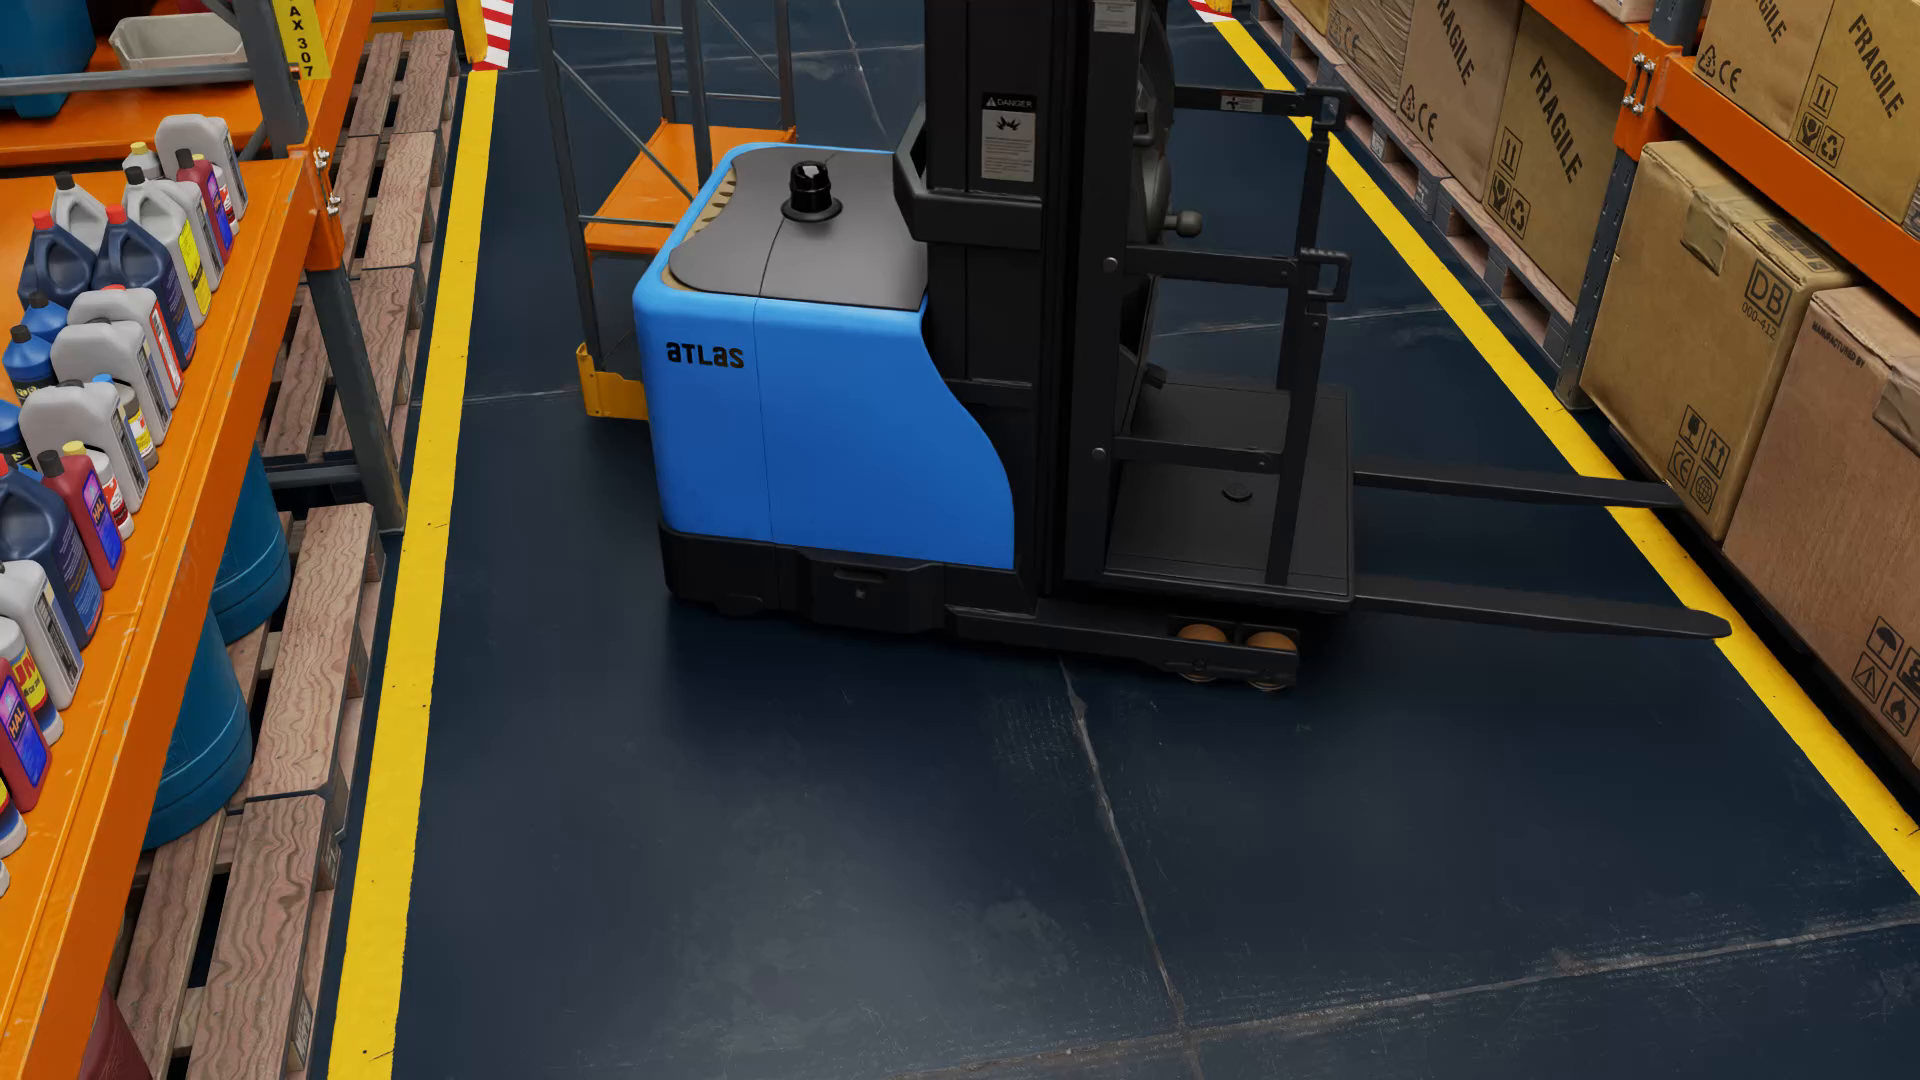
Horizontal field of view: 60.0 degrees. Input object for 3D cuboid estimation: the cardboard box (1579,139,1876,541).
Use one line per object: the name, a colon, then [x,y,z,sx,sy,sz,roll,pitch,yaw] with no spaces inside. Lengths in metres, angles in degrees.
cardboard box: [2.744,-0.662,5.047,1.225,0.875,0.875,-6,38,-8]

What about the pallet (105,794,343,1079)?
pallet: [-1.953,1.123,3.632,1.003,0.211,1.213,-6,38,-8]

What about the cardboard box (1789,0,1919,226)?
cardboard box: [2.535,-1.151,4.205,0.500,0.500,0.500,-6,38,-8]

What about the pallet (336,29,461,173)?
pallet: [-2.859,-1.999,7.651,1.003,0.211,1.213,-6,38,-8]

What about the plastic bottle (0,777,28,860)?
plastic bottle: [-1.476,0.353,2.456,0.097,0.271,0.097,0,38,0]

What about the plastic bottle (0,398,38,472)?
plastic bottle: [-1.780,-0.161,3.118,0.097,0.271,0.097,0,38,0]

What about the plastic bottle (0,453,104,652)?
plastic bottle: [-1.588,0.018,2.822,0.144,0.351,0.185,-6,38,-8]

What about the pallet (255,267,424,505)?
pallet: [-2.431,-0.526,5.754,1.003,0.211,1.213,-6,38,-8]

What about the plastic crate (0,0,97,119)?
plastic crate: [-2.682,-1.449,4.635,0.392,0.384,0.575,-6,38,-8]

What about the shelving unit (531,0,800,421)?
shelving unit: [-0.937,-1.326,5.735,0.587,1.500,1.083,6,38,7]

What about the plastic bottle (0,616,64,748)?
plastic bottle: [-1.517,0.213,2.635,0.097,0.271,0.097,0,38,0]

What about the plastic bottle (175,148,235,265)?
plastic bottle: [-1.792,-0.803,3.933,0.061,0.283,0.133,-6,38,-8]

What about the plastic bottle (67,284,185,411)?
plastic bottle: [-1.725,-0.409,3.433,0.152,0.276,0.135,-6,38,-8]

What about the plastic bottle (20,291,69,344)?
plastic bottle: [-1.844,-0.383,3.403,0.097,0.271,0.097,0,38,0]

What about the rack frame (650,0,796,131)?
rack frame: [-0.858,-1.629,6.124,0.500,1.500,0.032,6,38,7]

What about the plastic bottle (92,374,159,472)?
plastic bottle: [-1.654,-0.231,3.265,0.097,0.201,0.097,0,38,0]

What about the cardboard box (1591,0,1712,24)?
cardboard box: [2.236,-1.769,5.287,0.380,0.149,0.250,-6,38,-8]

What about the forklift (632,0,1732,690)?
forklift: [0.684,-1.087,4.261,3.031,2.935,1.130,6,38,8]

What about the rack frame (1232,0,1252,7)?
rack frame: [1.911,-4.136,8.128,1.000,3.000,0.127,-6,38,-8]

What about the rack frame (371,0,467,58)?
rack frame: [-2.966,-3.603,7.442,1.000,3.000,0.127,-6,38,-8]

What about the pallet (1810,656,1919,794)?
pallet: [3.039,0.578,4.334,1.003,0.211,1.213,-6,38,-8]

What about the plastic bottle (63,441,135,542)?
plastic bottle: [-1.613,-0.091,3.084,0.097,0.201,0.097,0,38,0]

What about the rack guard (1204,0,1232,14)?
rack guard: [1.906,-3.163,8.914,1.175,0.500,0.348,-6,38,-8]

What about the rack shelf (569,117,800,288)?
rack shelf: [-0.938,-1.179,5.838,0.538,0.185,1.000,6,38,7]

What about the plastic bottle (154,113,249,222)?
plastic bottle: [-1.877,-0.935,4.109,0.152,0.276,0.135,-6,38,-8]

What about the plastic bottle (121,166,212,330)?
plastic bottle: [-1.781,-0.647,3.678,0.144,0.351,0.185,-6,38,-8]

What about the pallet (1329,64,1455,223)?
pallet: [2.338,-1.824,7.426,1.003,0.211,1.213,-6,38,-8]

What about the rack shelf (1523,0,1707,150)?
rack shelf: [2.261,-2.643,6.794,1.077,0.370,4.000,-6,38,-8]

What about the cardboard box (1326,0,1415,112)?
cardboard box: [2.261,-2.535,7.457,0.875,0.875,0.875,-6,38,-8]

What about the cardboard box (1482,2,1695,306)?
cardboard box: [2.575,-1.454,6.066,0.875,0.875,0.875,-6,38,-8]

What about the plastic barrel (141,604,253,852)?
plastic barrel: [-2.062,0.234,3.872,0.600,0.901,0.708,-6,38,-8]

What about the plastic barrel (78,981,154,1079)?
plastic barrel: [-1.864,1.040,3.090,0.600,0.588,0.708,-6,38,-8]

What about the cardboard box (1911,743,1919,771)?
cardboard box: [3.064,0.411,3.665,1.225,0.875,0.875,-6,38,-8]

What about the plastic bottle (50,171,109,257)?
plastic bottle: [-1.923,-0.632,3.658,0.144,0.351,0.185,-6,38,-8]

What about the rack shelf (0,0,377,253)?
rack shelf: [-2.615,-2.111,6.108,1.077,0.370,4.000,-6,38,-8]

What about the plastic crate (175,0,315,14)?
plastic crate: [-2.174,-1.802,5.023,0.402,0.464,0.583,-6,38,-8]
